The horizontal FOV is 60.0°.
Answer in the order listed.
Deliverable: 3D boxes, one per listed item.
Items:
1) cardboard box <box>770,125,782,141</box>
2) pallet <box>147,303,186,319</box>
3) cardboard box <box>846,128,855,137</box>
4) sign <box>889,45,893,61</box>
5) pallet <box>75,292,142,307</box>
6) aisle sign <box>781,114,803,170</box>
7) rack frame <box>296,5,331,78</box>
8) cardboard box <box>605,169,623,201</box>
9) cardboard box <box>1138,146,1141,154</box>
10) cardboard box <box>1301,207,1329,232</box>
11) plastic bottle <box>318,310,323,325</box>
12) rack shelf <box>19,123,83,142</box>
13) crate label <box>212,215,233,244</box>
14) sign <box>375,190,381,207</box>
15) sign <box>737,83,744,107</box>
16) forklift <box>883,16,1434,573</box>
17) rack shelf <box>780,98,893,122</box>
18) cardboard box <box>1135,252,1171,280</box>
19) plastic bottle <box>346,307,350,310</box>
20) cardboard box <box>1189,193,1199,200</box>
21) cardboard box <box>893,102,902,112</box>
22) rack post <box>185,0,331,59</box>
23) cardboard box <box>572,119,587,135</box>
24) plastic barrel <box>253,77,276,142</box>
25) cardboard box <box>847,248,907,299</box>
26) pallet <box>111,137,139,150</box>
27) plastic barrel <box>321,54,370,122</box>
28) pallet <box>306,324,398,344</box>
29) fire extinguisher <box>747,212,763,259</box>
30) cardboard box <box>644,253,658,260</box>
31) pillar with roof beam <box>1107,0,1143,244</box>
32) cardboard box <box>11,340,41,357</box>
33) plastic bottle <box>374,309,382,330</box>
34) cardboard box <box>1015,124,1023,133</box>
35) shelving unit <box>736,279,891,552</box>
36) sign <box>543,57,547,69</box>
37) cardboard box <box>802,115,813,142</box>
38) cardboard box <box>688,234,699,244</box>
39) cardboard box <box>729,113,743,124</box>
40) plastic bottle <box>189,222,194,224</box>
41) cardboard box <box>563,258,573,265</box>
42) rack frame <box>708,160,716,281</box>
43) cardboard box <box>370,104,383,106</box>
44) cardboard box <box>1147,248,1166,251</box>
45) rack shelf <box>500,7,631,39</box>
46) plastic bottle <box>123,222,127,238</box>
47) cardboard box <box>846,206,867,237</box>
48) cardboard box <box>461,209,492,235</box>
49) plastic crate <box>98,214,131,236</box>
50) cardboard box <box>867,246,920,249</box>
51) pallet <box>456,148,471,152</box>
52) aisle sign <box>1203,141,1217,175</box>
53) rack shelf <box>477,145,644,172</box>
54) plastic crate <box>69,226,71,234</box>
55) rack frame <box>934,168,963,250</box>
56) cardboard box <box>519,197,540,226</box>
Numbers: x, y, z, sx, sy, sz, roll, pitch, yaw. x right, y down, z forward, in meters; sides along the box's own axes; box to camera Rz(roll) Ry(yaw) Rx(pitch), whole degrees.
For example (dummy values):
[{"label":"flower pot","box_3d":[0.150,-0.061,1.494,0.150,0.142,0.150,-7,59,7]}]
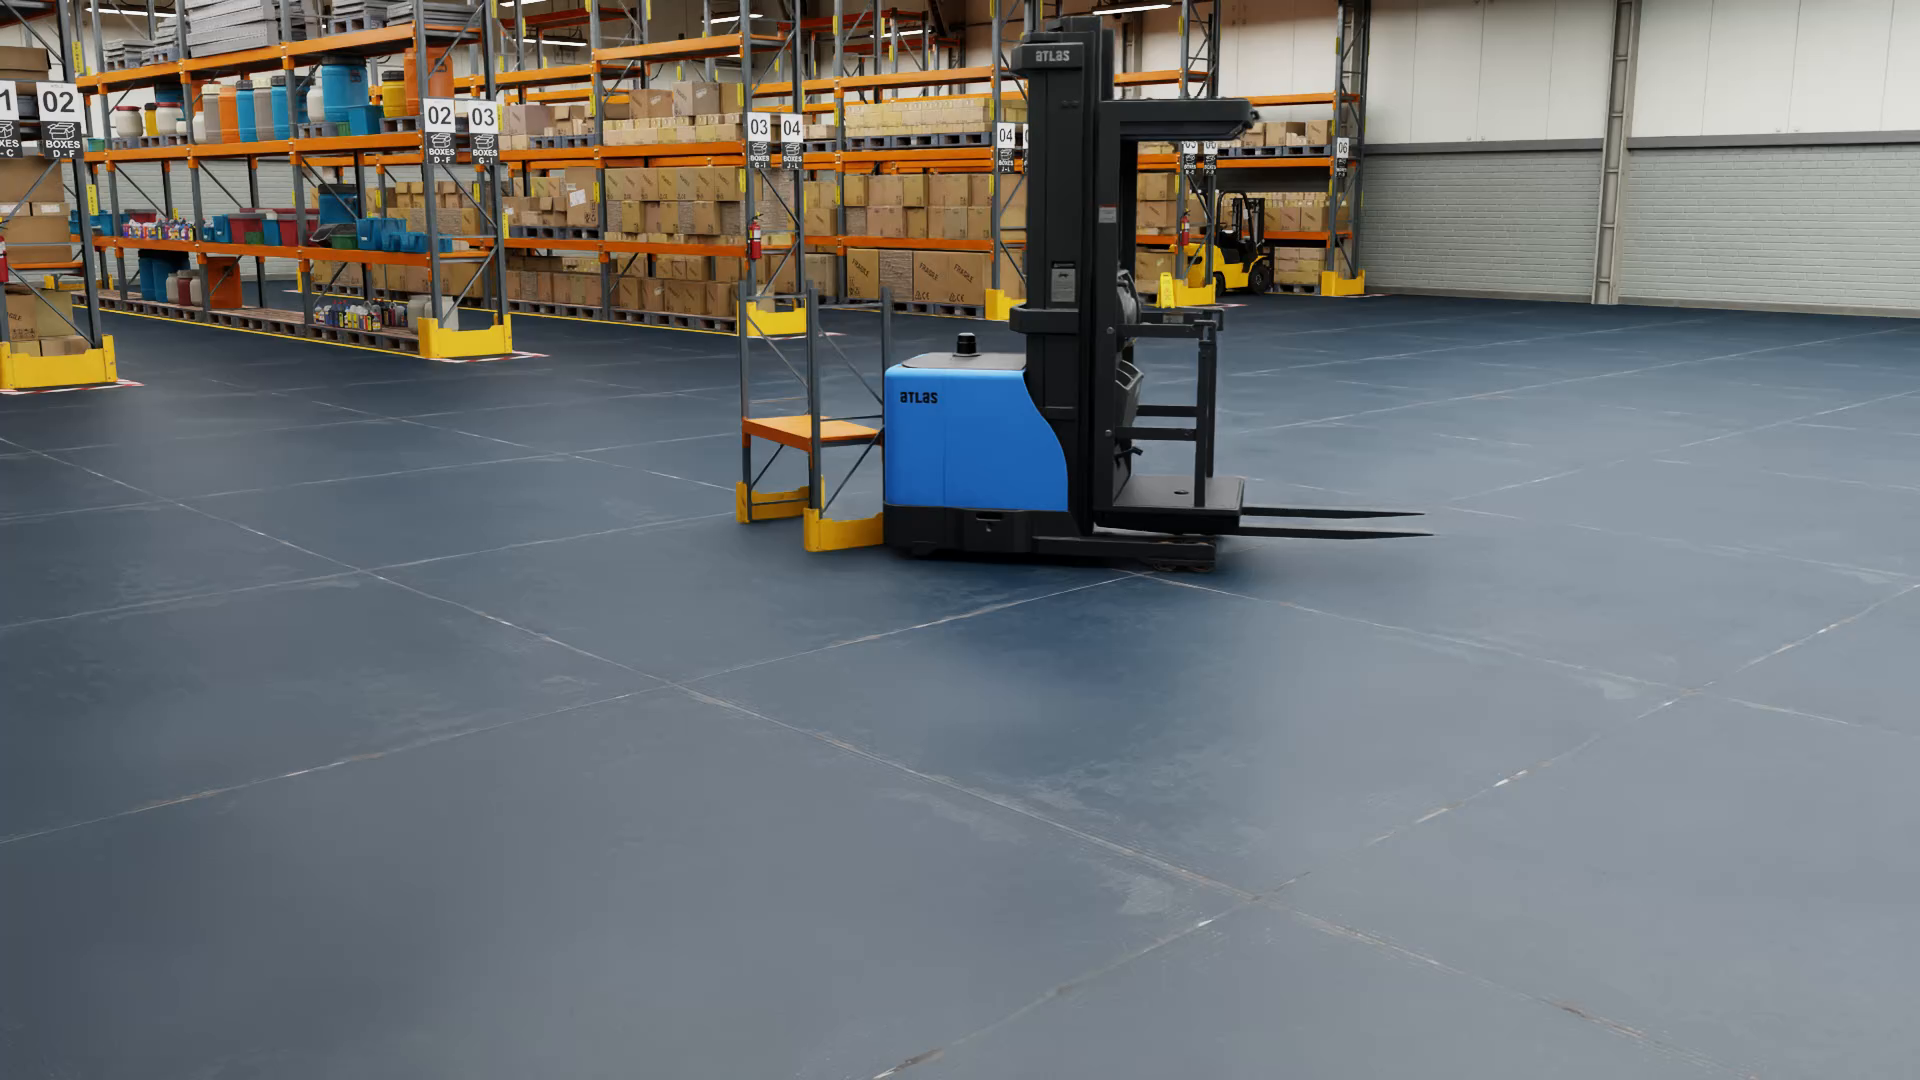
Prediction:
[{"label":"cardboard box","box_3d":[-2.878,-6.061,24.836,0.500,0.250,0.500,-10,15,-41]},{"label":"pallet","box_3d":[-13.252,-3.958,28.600,1.003,0.211,1.213,-11,16,-43]},{"label":"cardboard box","box_3d":[-1.832,-7.320,29.906,0.380,0.149,0.250,-11,16,-43]},{"label":"sign","box_3d":[-1.488,-10.503,35.883,0.100,0.325,0.005,-11,16,-43]},{"label":"pallet","box_3d":[-15.984,-4.535,31.398,1.003,0.211,1.213,-11,16,-43]},{"label":"aisle sign","box_3d":[-2.472,-5.865,24.504,0.394,0.787,0.004,-11,16,-43]},{"label":"rack frame","box_3d":[-13.781,-9.833,35.336,1.000,3.000,0.127,-11,16,-43]},{"label":"cardboard box","box_3d":[-5.367,-5.726,26.809,0.500,0.500,0.500,-11,16,-43]},{"label":"cardboard box","box_3d":[3.506,-7.421,31.686,0.380,0.149,0.250,-11,16,-42]},{"label":"cardboard box","box_3d":[7.493,-6.717,34.831,0.500,0.500,0.500,-11,16,-44]},{"label":"plastic bottle","box_3d":[-9.103,-3.175,23.734,0.097,0.201,0.097,0,12,0]},{"label":"rack shelf","box_3d":[-11.280,-4.588,19.096,1.077,0.370,4.000,-11,16,-43]},{"label":"crate label","box_3d":[-11.348,-4.871,26.034,0.502,0.435,0.616,-11,16,-43]},{"label":"sign","box_3d":[-11.419,-6.696,32.636,0.100,0.325,0.005,-11,16,-43]},{"label":"sign","box_3d":[-3.147,-6.388,23.854,0.100,0.325,0.005,-11,16,-43]},{"label":"forklift","box_3d":[1.133,-1.373,9.313,3.031,2.935,1.130,2,12,11]},{"label":"rack shelf","box_3d":[-2.470,-9.790,37.901,1.077,0.370,4.000,-11,16,-43]},{"label":"cardboard box","box_3d":[3.694,-5.247,31.860,0.500,0.500,0.500,-11,16,-42]},{"label":"plastic bottle","box_3d":[-8.632,-3.152,23.448,0.097,0.271,0.097,0,12,0]},{"label":"cardboard box","box_3d":[5.266,-7.641,36.971,0.380,0.149,0.250,-10,16,-41]},{"label":"cardboard box","box_3d":[-0.952,-7.525,28.925,0.380,0.149,0.250,-11,16,-43]},{"label":"rack post","box_3d":[-10.499,-7.764,24.802,1.013,1.000,3.121,-11,16,-43]},{"label":"cardboard box","box_3d":[-6.216,-6.875,27.707,0.396,0.266,0.258,-10,15,-41]},{"label":"plastic barrel","box_3d":[-10.036,-6.307,24.414,0.600,0.901,0.600,0,12,0]},{"label":"cardboard box","box_3d":[-1.453,-4.883,30.403,0.875,0.875,0.875,-11,16,-42]},{"label":"pallet","box_3d":[-13.989,-6.896,28.985,1.213,0.211,1.003,-11,16,-43]},{"label":"plastic barrel","box_3d":[-8.467,-6.213,22.917,0.600,0.901,0.708,-11,16,-43]},{"label":"pallet","box_3d":[-8.643,-2.983,23.868,1.003,0.211,1.213,-11,16,-43]},{"label":"fire extinguisher","box_3d":[-2.986,-4.440,24.222,0.296,0.674,0.183,-11,16,-43]},{"label":"cardboard box","box_3d":[-6.324,-6.039,35.083,0.500,0.250,0.500,-10,15,-40]},{"label":"pillar with roof beam","box_3d":[0.937,-10.074,36.506,9.100,9.000,0.548,-11,16,-43]},{"label":"cardboard box","box_3d":[-10.483,-2.075,18.324,0.500,0.250,0.500,-11,16,-43]},{"label":"plastic bottle","box_3d":[-7.977,-3.017,22.761,0.061,0.283,0.133,-11,16,-43]},{"label":"cardboard box","box_3d":[0.920,-6.931,28.020,0.380,0.149,0.250,-11,16,-42]},{"label":"shelving unit","box_3d":[-0.886,-0.789,10.022,0.587,1.500,1.083,-7,13,-30]},{"label":"sign","box_3d":[-9.709,-11.118,38.870,0.100,0.325,0.005,-11,16,-43]},{"label":"cardboard box","box_3d":[-3.196,-7.961,32.150,0.500,0.500,0.500,-11,16,-43]},{"label":"cardboard box","box_3d":[-3.953,-4.629,25.569,0.380,0.149,0.250,-11,16,-43]},{"label":"cardboard box","box_3d":[-3.149,-6.147,24.265,0.380,0.149,0.250,-11,16,-43]},{"label":"plastic bottle","box_3d":[-13.402,-5.400,28.998,0.152,0.276,0.135,-11,16,-43]},{"label":"cardboard box","box_3d":[-8.750,-6.283,37.526,0.250,0.149,0.380,11,16,43]},{"label":"rack frame","box_3d":[-4.599,-6.403,33.557,1.000,3.000,0.127,-11,16,-43]},{"label":"cardboard box","box_3d":[-11.664,-8.589,33.337,0.500,0.250,0.500,10,16,41]},{"label":"cardboard box","box_3d":[4.362,-6.448,38.618,0.875,0.625,0.625,-11,16,-43]},{"label":"rack shelf","box_3d":[-8.743,-11.493,36.939,1.077,0.370,4.000,-11,16,-43]},{"label":"plastic bottle","box_3d":[-14.656,-5.450,29.221,0.061,0.283,0.133,-11,16,-43]},{"label":"cardboard box","box_3d":[-1.574,-5.841,30.455,0.875,0.550,0.550,-11,16,-43]},{"label":"cardboard box","box_3d":[-8.777,-5.813,30.446,0.500,0.500,0.500,-10,15,-41]},{"label":"plastic crate","box_3d":[-15.170,-5.662,29.853,0.392,0.384,0.575,-11,16,-43]},{"label":"cardboard box","box_3d":[-1.506,-6.385,37.694,0.875,0.875,0.875,-11,16,-43]},{"label":"pallet","box_3d":[-8.740,-7.190,30.411,1.213,0.211,1.003,-10,15,-40]},{"label":"aisle sign","box_3d":[4.703,-7.248,31.213,0.394,0.787,0.004,-11,16,-43]},{"label":"rack shelf","box_3d":[-6.875,-6.552,28.627,1.077,0.370,4.000,-11,16,-43]},{"label":"plastic crate","box_3d":[-16.801,-5.865,31.450,0.250,0.136,0.298,-11,16,-43]},{"label":"rack frame","box_3d":[-0.264,-8.384,43.170,1.000,3.000,0.127,-11,16,-43]},{"label":"cardboard box","box_3d":[-7.397,-5.841,29.538,0.700,0.500,0.500,-8,14,-34]}]
